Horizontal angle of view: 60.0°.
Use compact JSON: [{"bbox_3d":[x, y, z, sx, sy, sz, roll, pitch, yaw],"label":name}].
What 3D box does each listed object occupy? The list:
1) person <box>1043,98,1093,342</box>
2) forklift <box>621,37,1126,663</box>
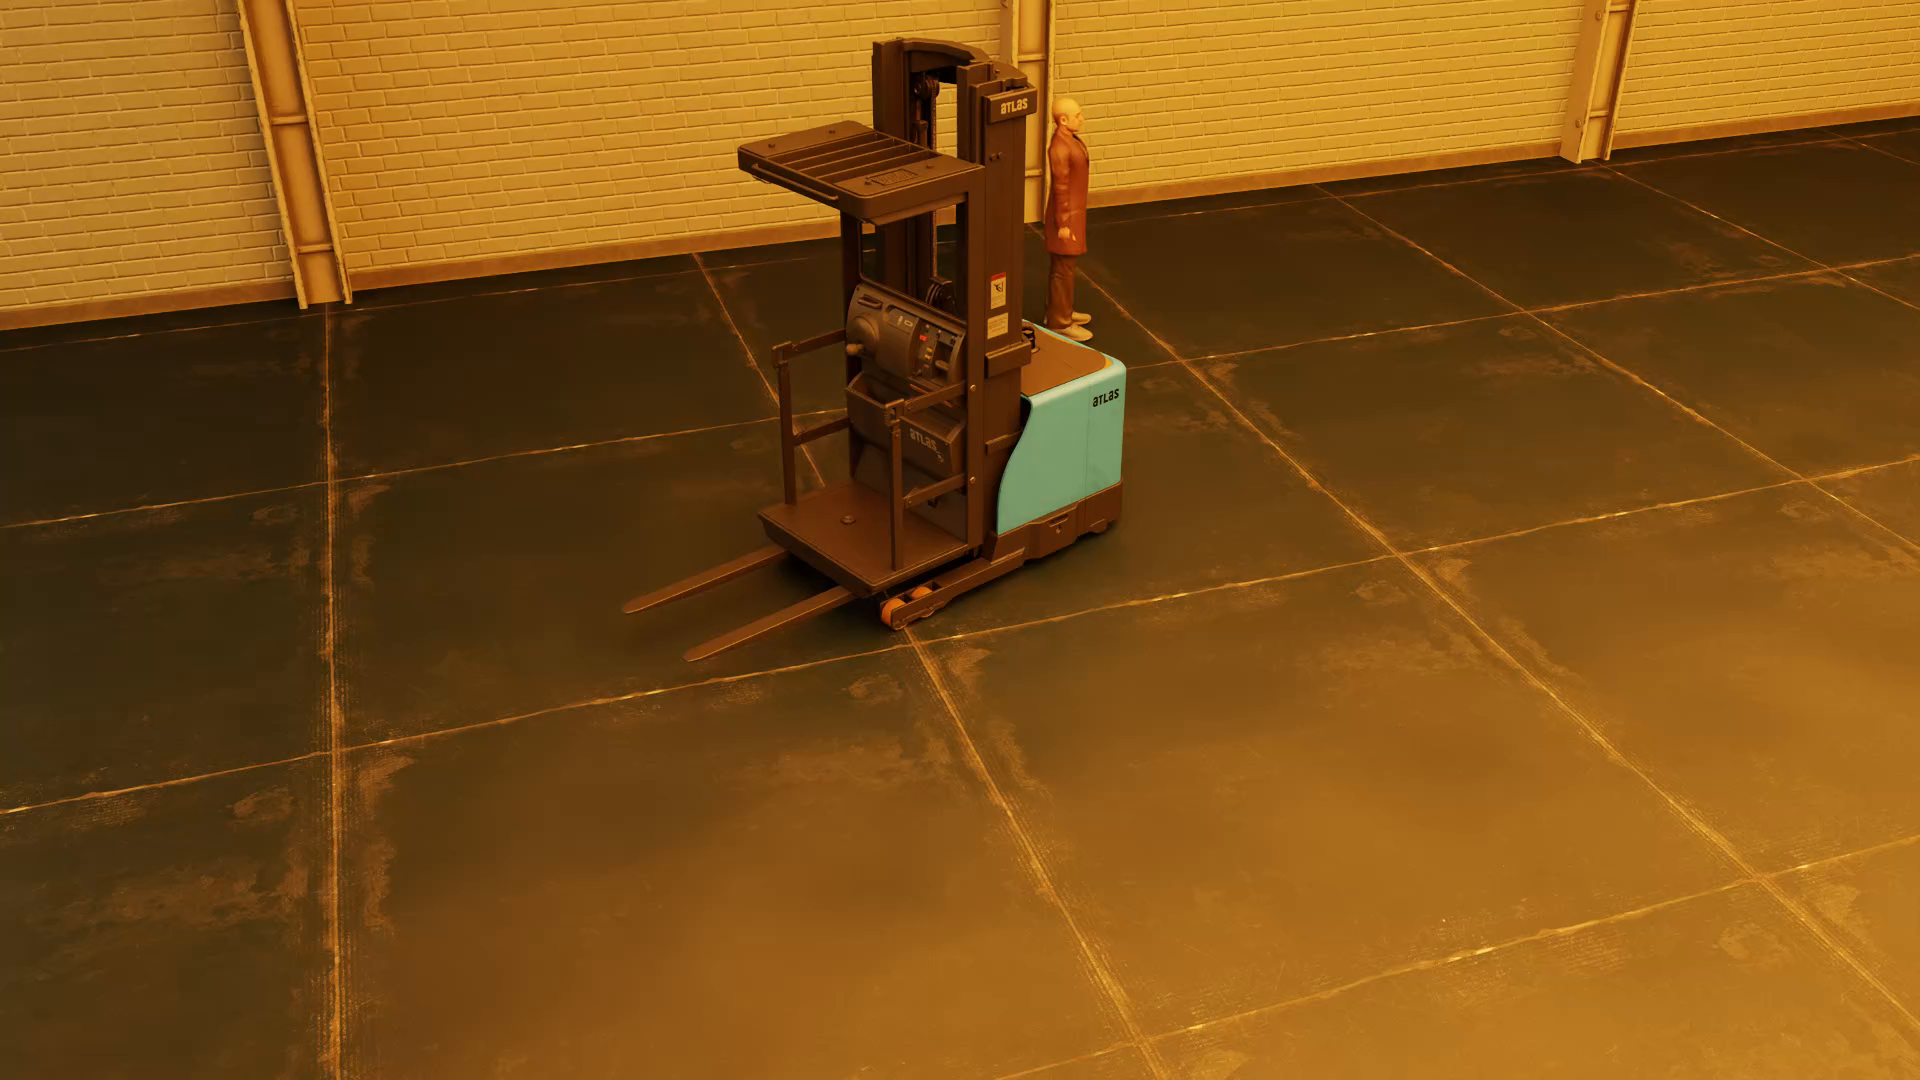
[{"bbox_3d":[0.829,-2.408,12.424,0.392,1.782,0.547,2,30,4],"label":"person"},{"bbox_3d":[-0.461,-1.072,8.951,3.031,2.935,1.130,-23,37,-34],"label":"forklift"}]
